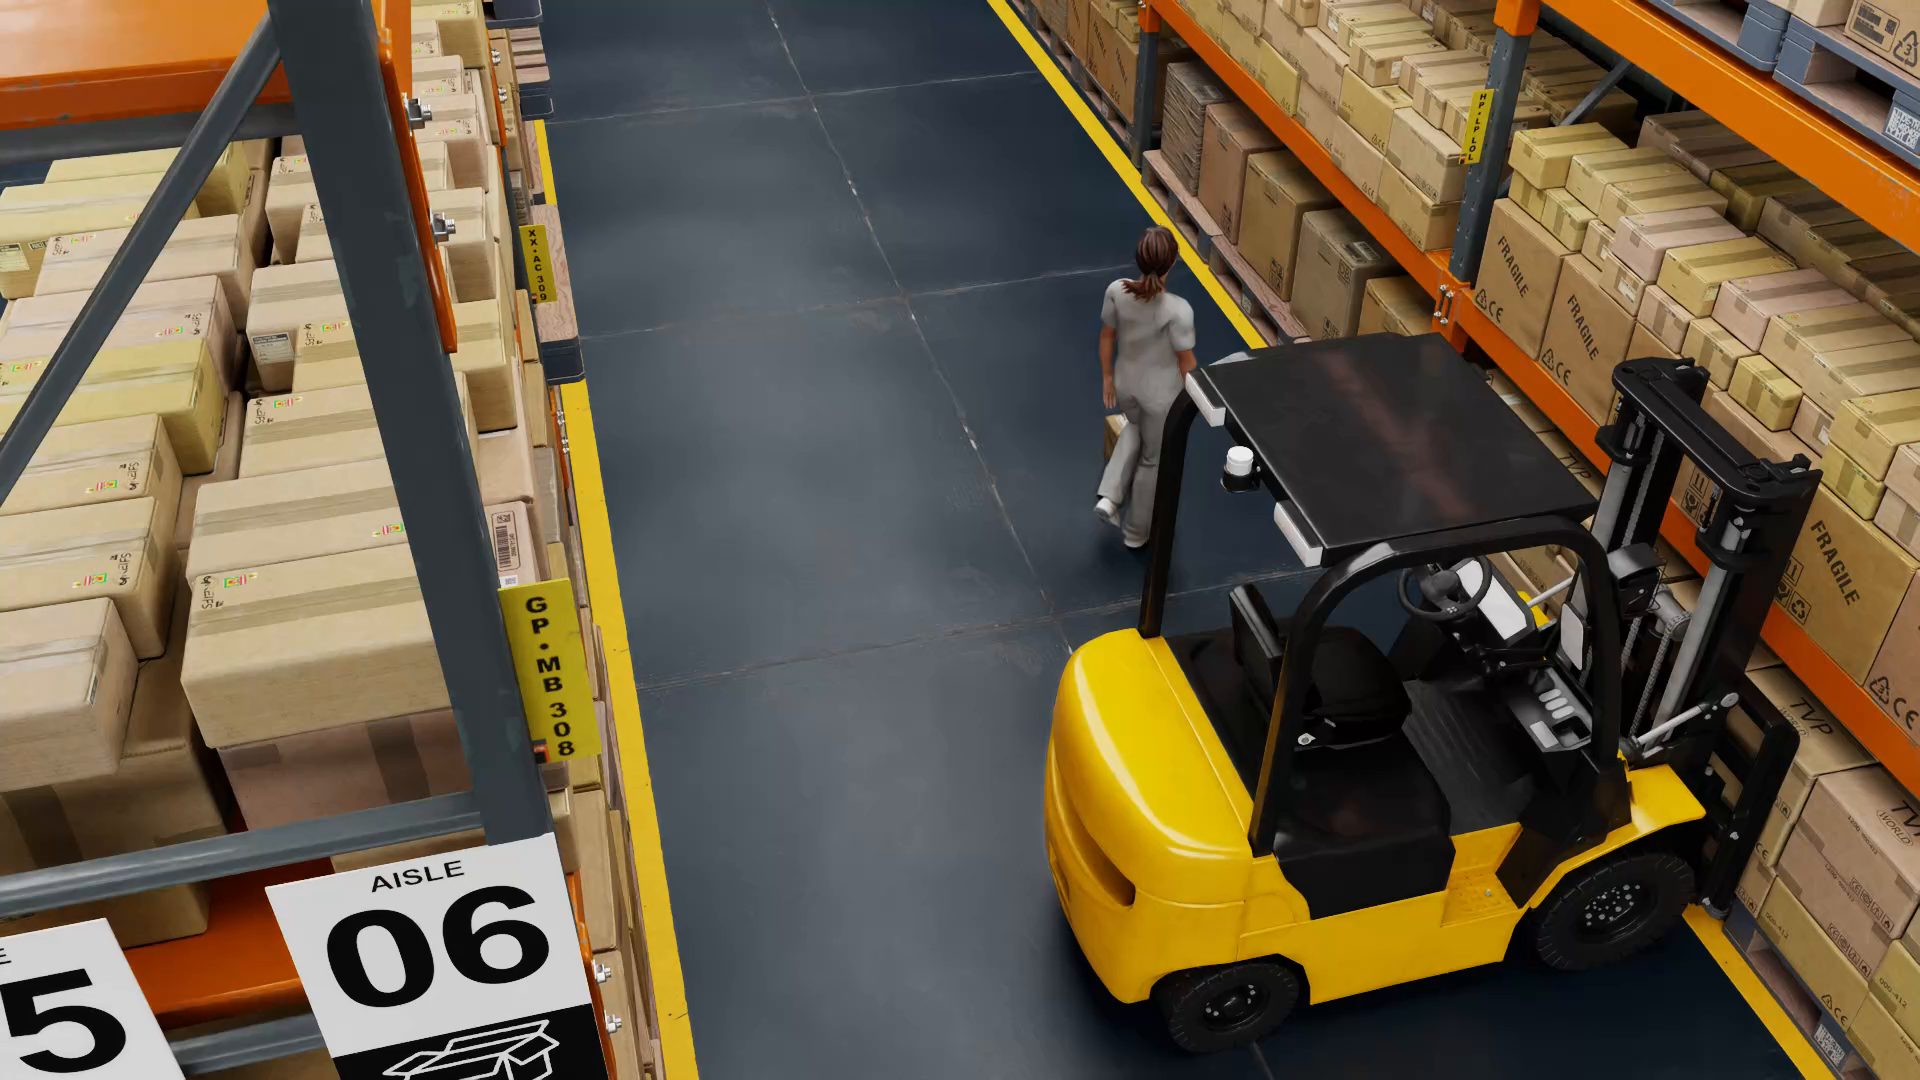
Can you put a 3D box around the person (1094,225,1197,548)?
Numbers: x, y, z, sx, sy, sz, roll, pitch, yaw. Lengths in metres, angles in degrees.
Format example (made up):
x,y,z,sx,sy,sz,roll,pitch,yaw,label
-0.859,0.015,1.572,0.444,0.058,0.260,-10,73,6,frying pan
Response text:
x,y,z,sx,sy,sz,roll,pitch,yaw,label
0.868,-0.691,7.559,0.454,1.663,0.461,29,47,32,person
